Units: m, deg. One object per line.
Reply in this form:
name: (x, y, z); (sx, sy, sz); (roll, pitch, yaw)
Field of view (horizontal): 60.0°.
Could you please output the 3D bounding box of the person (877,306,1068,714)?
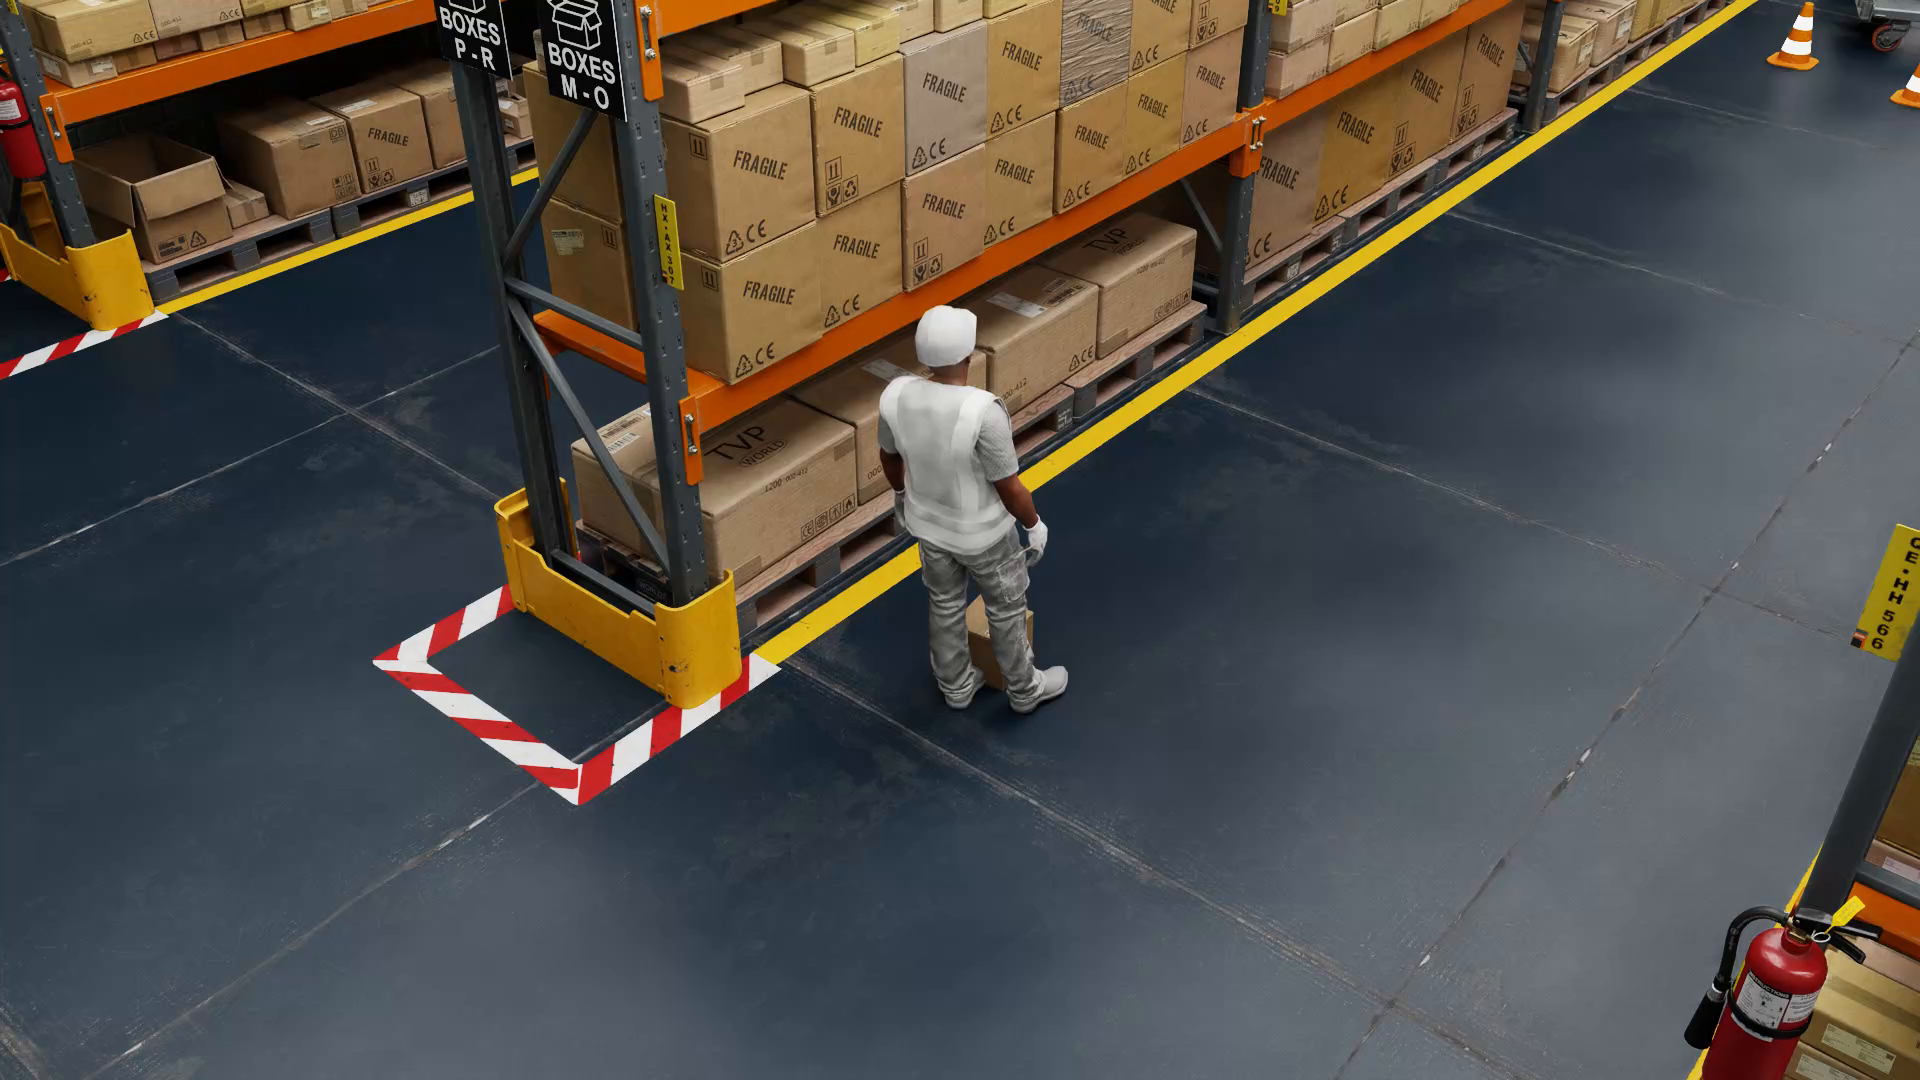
person: (0.051, -0.110, 6.271); (0.656, 1.782, 0.577); (20, 39, 26)
